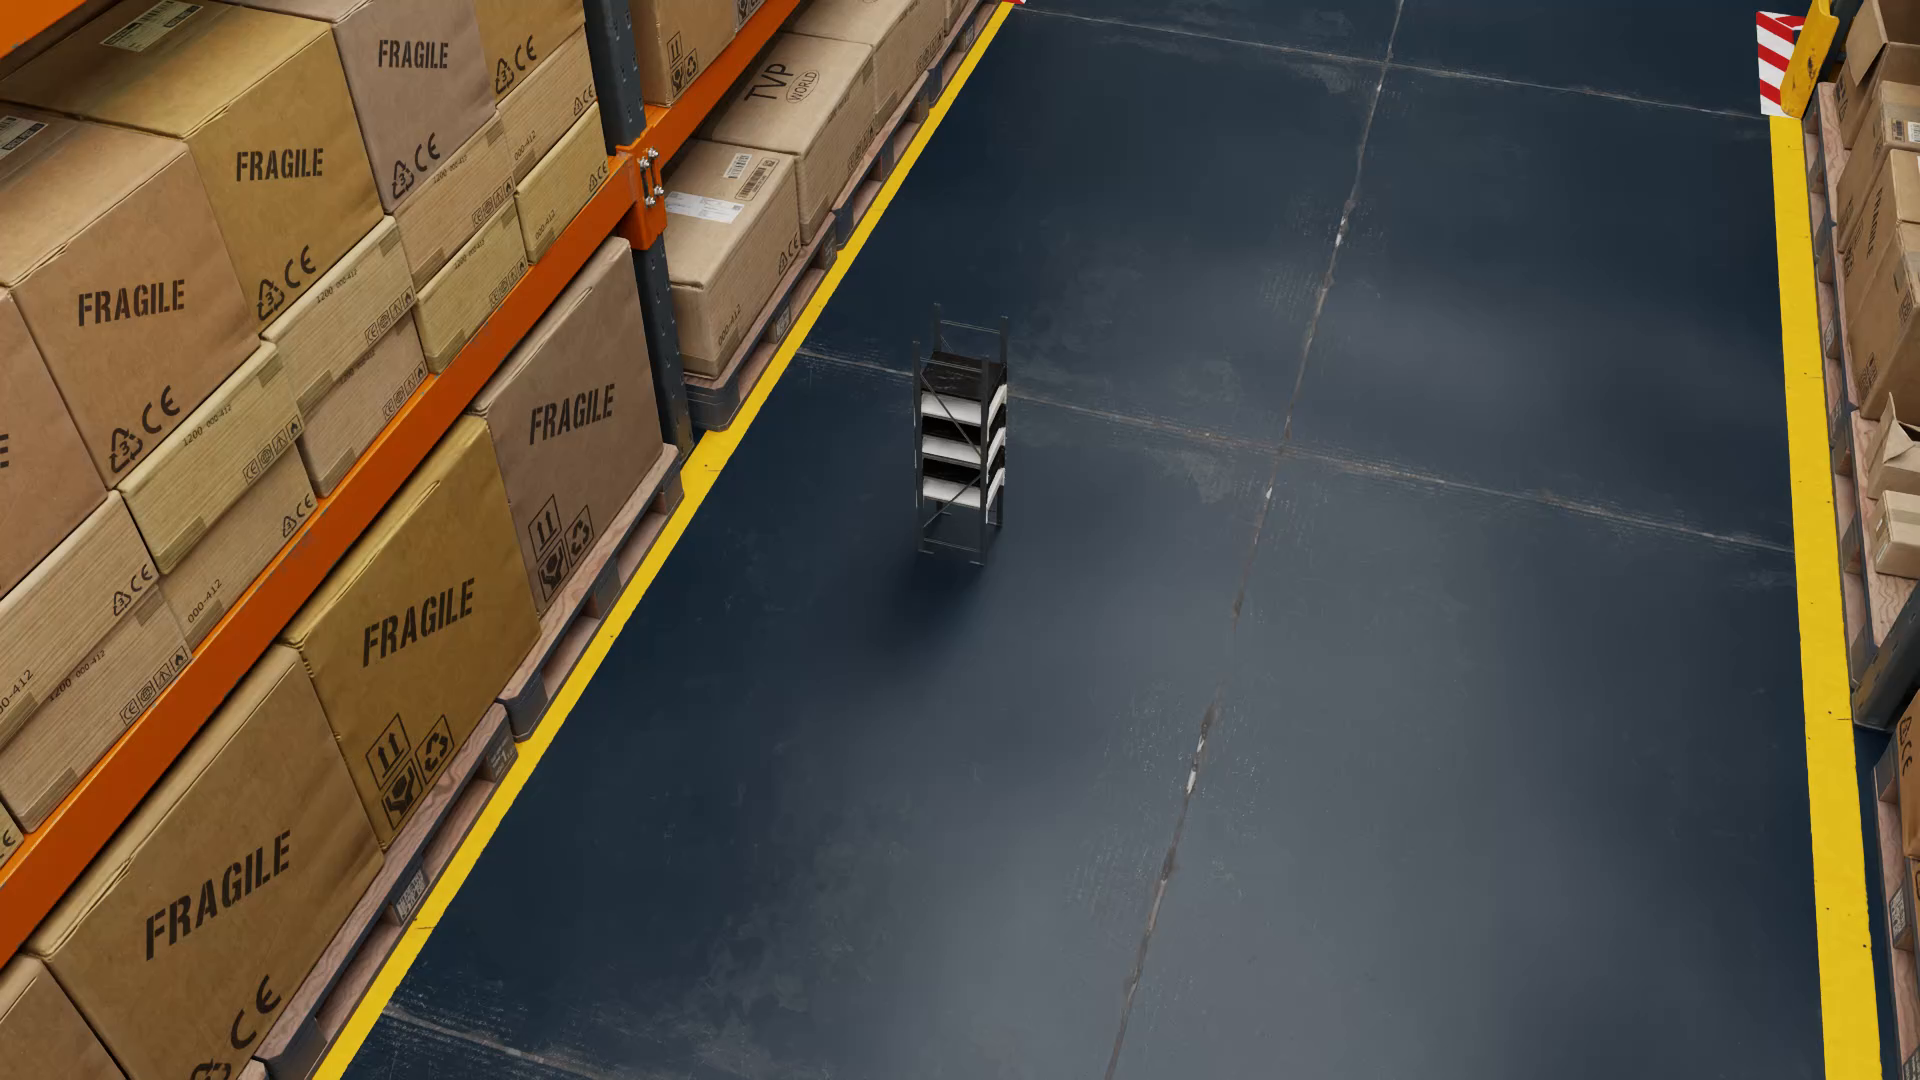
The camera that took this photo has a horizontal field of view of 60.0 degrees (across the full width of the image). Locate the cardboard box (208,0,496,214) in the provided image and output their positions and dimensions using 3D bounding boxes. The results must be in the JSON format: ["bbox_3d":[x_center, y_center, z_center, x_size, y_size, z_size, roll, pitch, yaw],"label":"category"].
[{"bbox_3d":[-1.512,-1.174,4.019,0.500,0.500,0.500,13,46,13],"label":"cardboard box"}]

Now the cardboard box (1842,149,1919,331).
[{"bbox_3d":[3.650,-1.072,6.188,0.500,0.500,0.500,13,46,13],"label":"cardboard box"}]

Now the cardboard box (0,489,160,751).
[{"bbox_3d":[-1.969,0.103,3.250,0.500,0.250,0.500,12,46,12],"label":"cardboard box"}]

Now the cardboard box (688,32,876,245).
[{"bbox_3d":[-0.904,-1.706,6.880,0.875,0.438,0.875,11,45,11],"label":"cardboard box"}]

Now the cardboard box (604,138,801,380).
[{"bbox_3d":[-1.174,-1.109,6.270,0.875,0.438,0.875,12,46,12],"label":"cardboard box"}]

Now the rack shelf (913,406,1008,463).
[{"bbox_3d":[0.002,-0.368,5.401,0.258,0.077,0.200,13,46,12],"label":"rack shelf"}]

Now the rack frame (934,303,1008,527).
[{"bbox_3d":[0.033,-0.395,5.510,0.240,0.900,0.006,13,46,12],"label":"rack frame"}]

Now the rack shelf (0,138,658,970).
[{"bbox_3d":[-2.072,0.112,4.006,1.077,0.370,4.000,13,46,13],"label":"rack shelf"}]

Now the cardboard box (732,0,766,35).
[{"bbox_3d":[-0.919,-2.106,5.686,0.500,0.500,0.500,13,46,13],"label":"cardboard box"}]

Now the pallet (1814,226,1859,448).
[{"bbox_3d":[3.842,-0.706,6.321,1.003,0.211,1.213,13,46,13],"label":"pallet"}]

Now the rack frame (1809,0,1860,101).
[{"bbox_3d":[4.477,-3.096,6.769,1.000,3.000,0.127,13,46,13],"label":"rack frame"}]

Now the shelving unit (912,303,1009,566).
[{"bbox_3d":[0.002,-0.327,5.441,0.258,0.900,0.210,13,46,12],"label":"shelving unit"}]

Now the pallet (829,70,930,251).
[{"bbox_3d":[-0.794,-1.788,7.426,1.003,0.211,1.213,13,46,12],"label":"pallet"}]

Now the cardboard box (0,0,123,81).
[{"bbox_3d":[-2.156,-0.961,3.801,0.500,0.500,0.500,11,46,12],"label":"cardboard box"}]

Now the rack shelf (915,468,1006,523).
[{"bbox_3d":[0.002,-0.175,5.590,0.258,0.077,0.200,13,46,12],"label":"rack shelf"}]

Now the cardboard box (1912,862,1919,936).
[{"bbox_3d":[2.752,0.945,4.126,0.500,0.500,0.500,12,46,12],"label":"cardboard box"}]

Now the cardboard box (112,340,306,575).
[{"bbox_3d":[-1.803,-0.232,3.592,0.500,0.250,0.500,13,46,13],"label":"cardboard box"}]

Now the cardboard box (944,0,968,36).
[{"bbox_3d":[-0.360,-2.918,8.119,0.875,0.438,0.875,11,45,11],"label":"cardboard box"}]

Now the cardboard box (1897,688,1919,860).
[{"bbox_3d":[2.904,0.588,4.491,0.500,0.500,0.500,14,46,14],"label":"cardboard box"}]

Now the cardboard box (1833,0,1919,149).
[{"bbox_3d":[4.201,-1.966,7.099,0.797,0.503,0.637,11,45,11],"label":"cardboard box"}]

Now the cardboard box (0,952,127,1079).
[{"bbox_3d":[-2.390,1.354,3.440,0.875,0.875,0.875,12,46,12],"label":"cardboard box"}]

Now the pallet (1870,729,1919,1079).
[{"bbox_3d":[3.055,1.117,4.458,1.003,0.211,1.213,13,46,13],"label":"pallet"}]

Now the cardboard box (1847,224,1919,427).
[{"bbox_3d":[3.591,-0.712,5.819,0.700,0.500,0.500,11,45,11],"label":"cardboard box"}]

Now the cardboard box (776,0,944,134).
[{"bbox_3d":[-0.629,-2.306,7.494,0.875,0.438,0.875,14,46,14],"label":"cardboard box"}]

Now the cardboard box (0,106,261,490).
[{"bbox_3d":[-1.827,-0.492,3.322,0.500,0.500,0.500,13,46,13],"label":"cardboard box"}]

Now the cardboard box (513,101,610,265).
[{"bbox_3d":[-1.362,-1.073,4.809,0.500,0.250,0.500,12,46,12],"label":"cardboard box"}]

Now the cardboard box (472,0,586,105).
[{"bbox_3d":[-1.363,-1.521,4.373,0.500,0.500,0.500,14,46,14],"label":"cardboard box"}]

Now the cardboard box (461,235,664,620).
[{"bbox_3d":[-1.578,-0.439,5.273,0.875,0.875,0.875,14,46,14],"label":"cardboard box"}]

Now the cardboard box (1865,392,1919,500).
[{"bbox_3d":[3.262,-0.274,5.540,0.396,0.266,0.258,14,46,14],"label":"cardboard box"}]

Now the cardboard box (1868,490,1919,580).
[{"bbox_3d":[3.154,0.005,5.338,0.380,0.149,0.250,11,45,11],"label":"cardboard box"}]

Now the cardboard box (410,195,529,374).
[{"bbox_3d":[-1.517,-0.733,4.462,0.500,0.250,0.500,12,46,12],"label":"cardboard box"}]

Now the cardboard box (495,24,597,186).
[{"bbox_3d":[-1.368,-1.258,4.641,0.500,0.250,0.500,12,46,12],"label":"cardboard box"}]

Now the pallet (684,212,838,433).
[{"bbox_3d":[-1.162,-0.972,6.593,1.003,0.211,1.213,13,46,13],"label":"pallet"}]

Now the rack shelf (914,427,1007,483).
[{"bbox_3d":[0.002,-0.303,5.464,0.258,0.077,0.200,13,46,12],"label":"rack shelf"}]

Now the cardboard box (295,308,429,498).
[{"bbox_3d":[-1.688,-0.401,4.122,0.500,0.250,0.500,11,46,11],"label":"cardboard box"}]

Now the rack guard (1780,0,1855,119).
[{"bbox_3d":[4.454,-2.152,7.592,1.175,0.500,0.348,13,46,13],"label":"rack guard"}]

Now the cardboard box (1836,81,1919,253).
[{"bbox_3d":[3.905,-1.404,6.527,0.700,0.500,0.500,14,46,14],"label":"cardboard box"}]

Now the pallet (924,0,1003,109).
[{"bbox_3d":[-0.423,-2.599,8.255,1.003,0.211,1.213,13,46,13],"label":"pallet"}]

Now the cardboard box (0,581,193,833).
[{"bbox_3d":[-1.987,0.274,3.433,0.500,0.250,0.500,14,46,14],"label":"cardboard box"}]

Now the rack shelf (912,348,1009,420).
[{"bbox_3d":[0.002,-0.496,5.275,0.258,0.077,0.200,13,46,12],"label":"rack shelf"}]

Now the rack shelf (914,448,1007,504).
[{"bbox_3d":[0.002,-0.239,5.527,0.258,0.077,0.200,13,46,12],"label":"rack shelf"}]

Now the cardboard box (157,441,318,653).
[{"bbox_3d":[-1.841,-0.056,3.770,0.500,0.250,0.500,13,46,13],"label":"cardboard box"}]

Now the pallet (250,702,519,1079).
[{"bbox_3d":[-1.996,0.864,4.716,1.003,0.211,1.213,13,46,13],"label":"pallet"}]

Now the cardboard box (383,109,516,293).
[{"bbox_3d":[-1.513,-0.924,4.299,0.500,0.250,0.500,14,46,13],"label":"cardboard box"}]

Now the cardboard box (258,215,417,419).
[{"bbox_3d":[-1.664,-0.577,3.945,0.500,0.250,0.500,14,46,13],"label":"cardboard box"}]

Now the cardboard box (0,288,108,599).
[{"bbox_3d":[-1.983,-0.157,2.979,0.500,0.500,0.500,14,46,14],"label":"cardboard box"}]

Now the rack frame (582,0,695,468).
[{"bbox_3d":[-1.467,-1.479,5.116,1.000,3.000,0.127,13,46,13],"label":"rack frame"}]

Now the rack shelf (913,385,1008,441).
[{"bbox_3d":[0.002,-0.432,5.338,0.258,0.077,0.200,13,46,12],"label":"rack shelf"}]

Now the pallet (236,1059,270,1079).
[{"bbox_3d":[-2.367,1.675,3.888,1.003,0.211,1.213,13,46,13],"label":"pallet"}]

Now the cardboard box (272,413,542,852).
[{"bbox_3d":[-1.844,0.165,4.656,0.875,0.875,0.875,14,46,14],"label":"cardboard box"}]

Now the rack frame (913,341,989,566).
[{"bbox_3d":[-0.028,-0.259,5.372,0.240,0.900,0.006,13,46,12],"label":"rack frame"}]

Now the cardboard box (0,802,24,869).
[{"bbox_3d":[-2.151,0.622,3.077,0.500,0.250,0.500,11,46,11],"label":"cardboard box"}]

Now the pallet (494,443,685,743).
[{"bbox_3d":[-1.628,0.048,5.550,1.003,0.211,1.213,13,46,13],"label":"pallet"}]

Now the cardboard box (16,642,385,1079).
[{"bbox_3d":[-2.115,0.760,4.047,0.875,0.875,0.875,13,46,13],"label":"cardboard box"}]

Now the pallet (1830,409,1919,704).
[{"bbox_3d":[3.474,0.109,5.487,1.003,0.211,1.213,13,46,13],"label":"pallet"}]

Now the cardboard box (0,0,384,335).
[{"bbox_3d":[-1.684,-0.841,3.678,0.500,0.500,0.500,14,46,14],"label":"cardboard box"}]

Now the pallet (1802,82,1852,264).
[{"bbox_3d":[4.213,-1.517,7.150,1.003,0.211,1.213,13,46,13],"label":"pallet"}]

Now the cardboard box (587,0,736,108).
[{"bbox_3d":[-1.075,-1.772,5.344,0.500,0.500,0.500,14,46,14],"label":"cardboard box"}]

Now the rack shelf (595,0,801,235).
[{"bbox_3d":[-0.861,-2.555,6.730,1.077,0.370,4.000,13,46,13],"label":"rack shelf"}]

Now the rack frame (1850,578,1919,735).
[{"bbox_3d":[3.265,-0.430,4.045,1.000,3.000,0.127,13,46,13],"label":"rack frame"}]
